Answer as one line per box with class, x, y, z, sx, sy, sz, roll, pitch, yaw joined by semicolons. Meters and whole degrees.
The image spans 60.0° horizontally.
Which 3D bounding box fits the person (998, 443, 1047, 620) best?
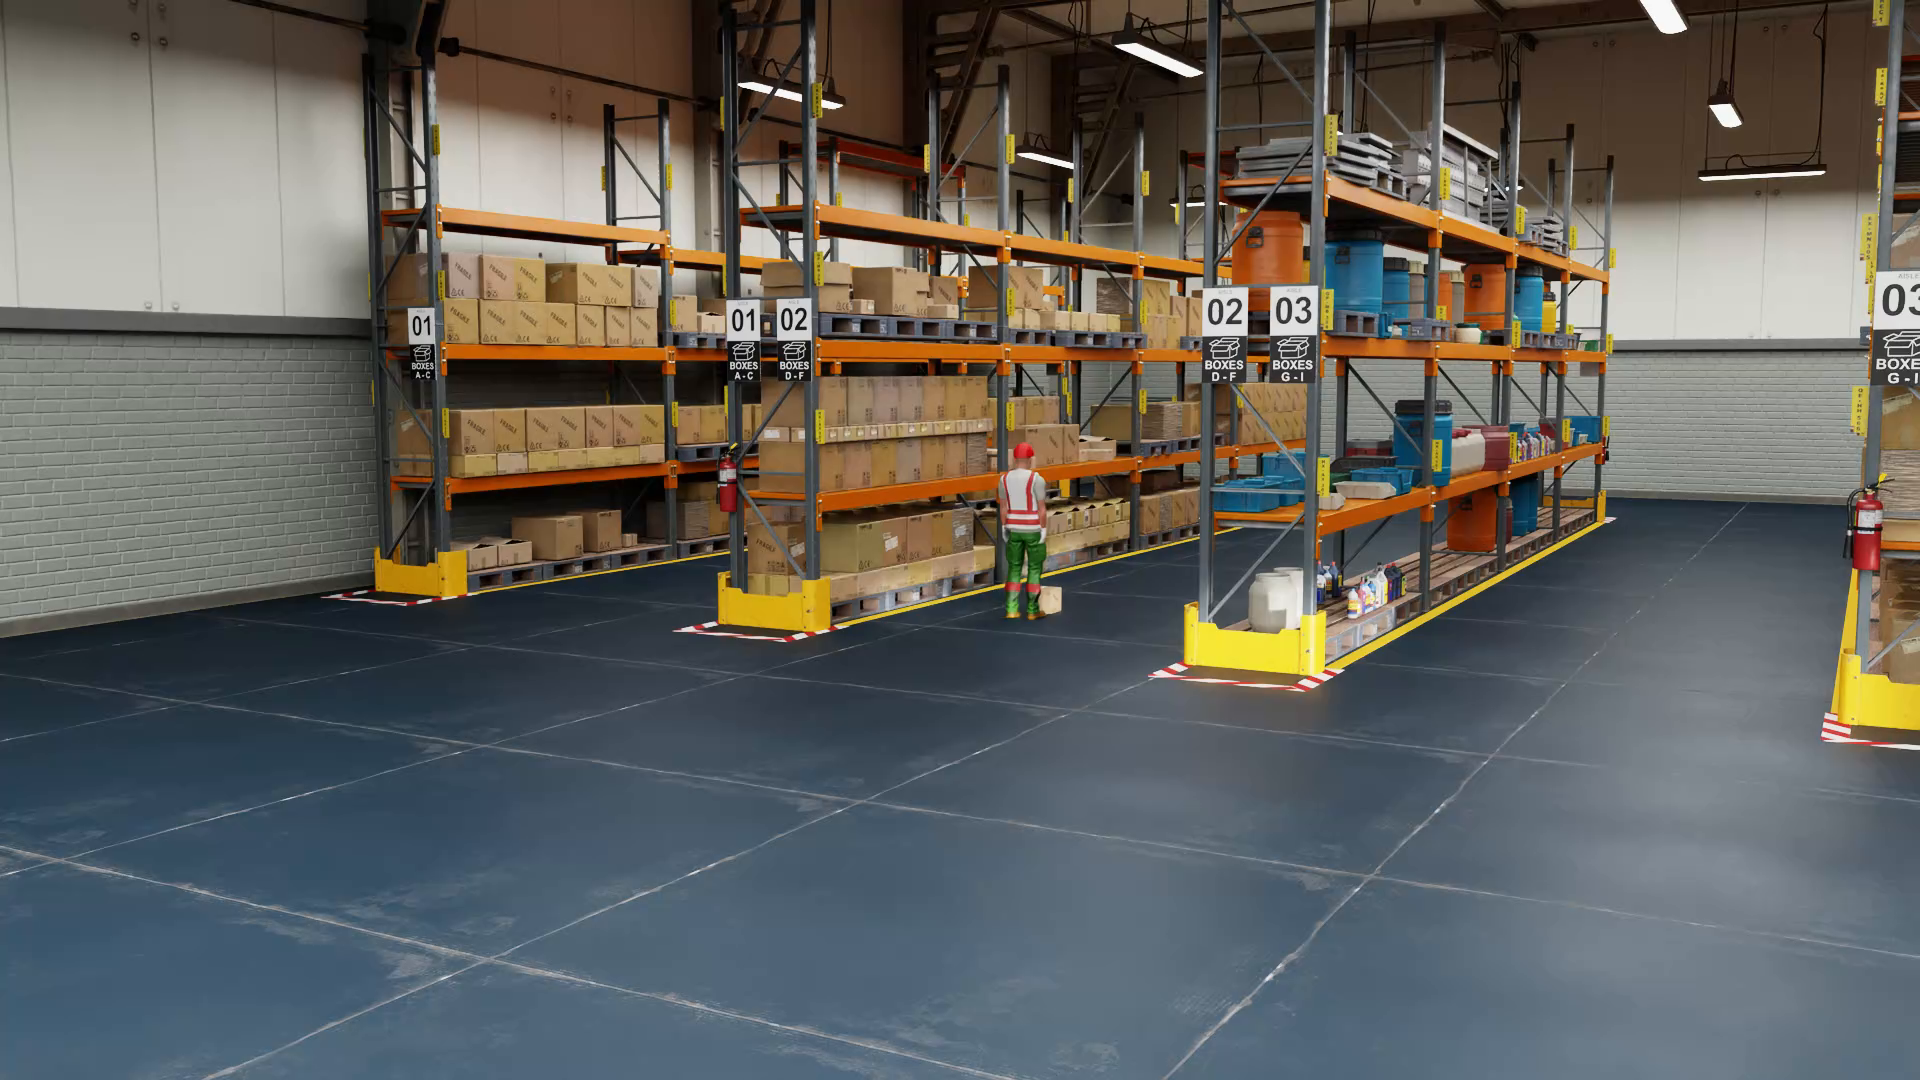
person;0.654;-0.087;16.902;0.525;1.801;0.343;3;7;30
